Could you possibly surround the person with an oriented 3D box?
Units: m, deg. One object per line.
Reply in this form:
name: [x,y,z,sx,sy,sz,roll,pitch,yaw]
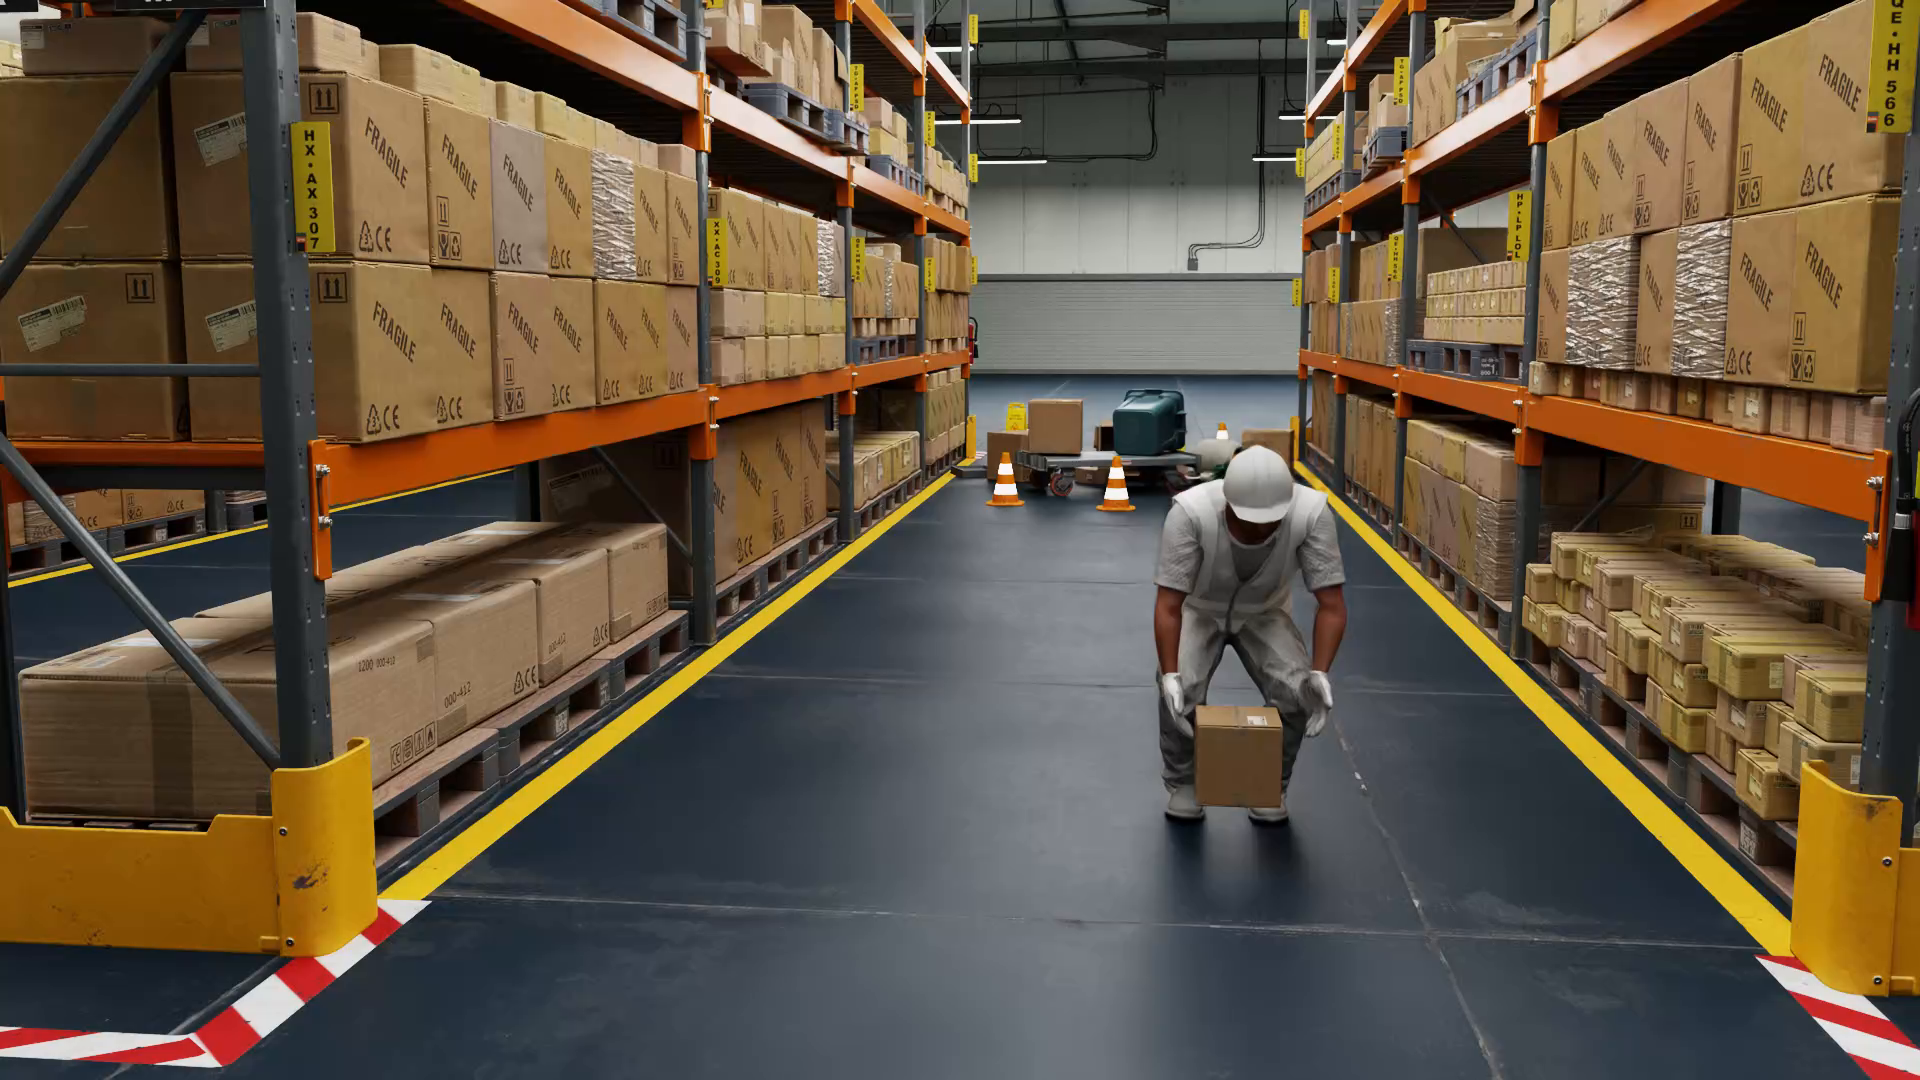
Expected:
person: [0.933,0.301,5.422,0.606,1.264,0.833,1,8,6]
